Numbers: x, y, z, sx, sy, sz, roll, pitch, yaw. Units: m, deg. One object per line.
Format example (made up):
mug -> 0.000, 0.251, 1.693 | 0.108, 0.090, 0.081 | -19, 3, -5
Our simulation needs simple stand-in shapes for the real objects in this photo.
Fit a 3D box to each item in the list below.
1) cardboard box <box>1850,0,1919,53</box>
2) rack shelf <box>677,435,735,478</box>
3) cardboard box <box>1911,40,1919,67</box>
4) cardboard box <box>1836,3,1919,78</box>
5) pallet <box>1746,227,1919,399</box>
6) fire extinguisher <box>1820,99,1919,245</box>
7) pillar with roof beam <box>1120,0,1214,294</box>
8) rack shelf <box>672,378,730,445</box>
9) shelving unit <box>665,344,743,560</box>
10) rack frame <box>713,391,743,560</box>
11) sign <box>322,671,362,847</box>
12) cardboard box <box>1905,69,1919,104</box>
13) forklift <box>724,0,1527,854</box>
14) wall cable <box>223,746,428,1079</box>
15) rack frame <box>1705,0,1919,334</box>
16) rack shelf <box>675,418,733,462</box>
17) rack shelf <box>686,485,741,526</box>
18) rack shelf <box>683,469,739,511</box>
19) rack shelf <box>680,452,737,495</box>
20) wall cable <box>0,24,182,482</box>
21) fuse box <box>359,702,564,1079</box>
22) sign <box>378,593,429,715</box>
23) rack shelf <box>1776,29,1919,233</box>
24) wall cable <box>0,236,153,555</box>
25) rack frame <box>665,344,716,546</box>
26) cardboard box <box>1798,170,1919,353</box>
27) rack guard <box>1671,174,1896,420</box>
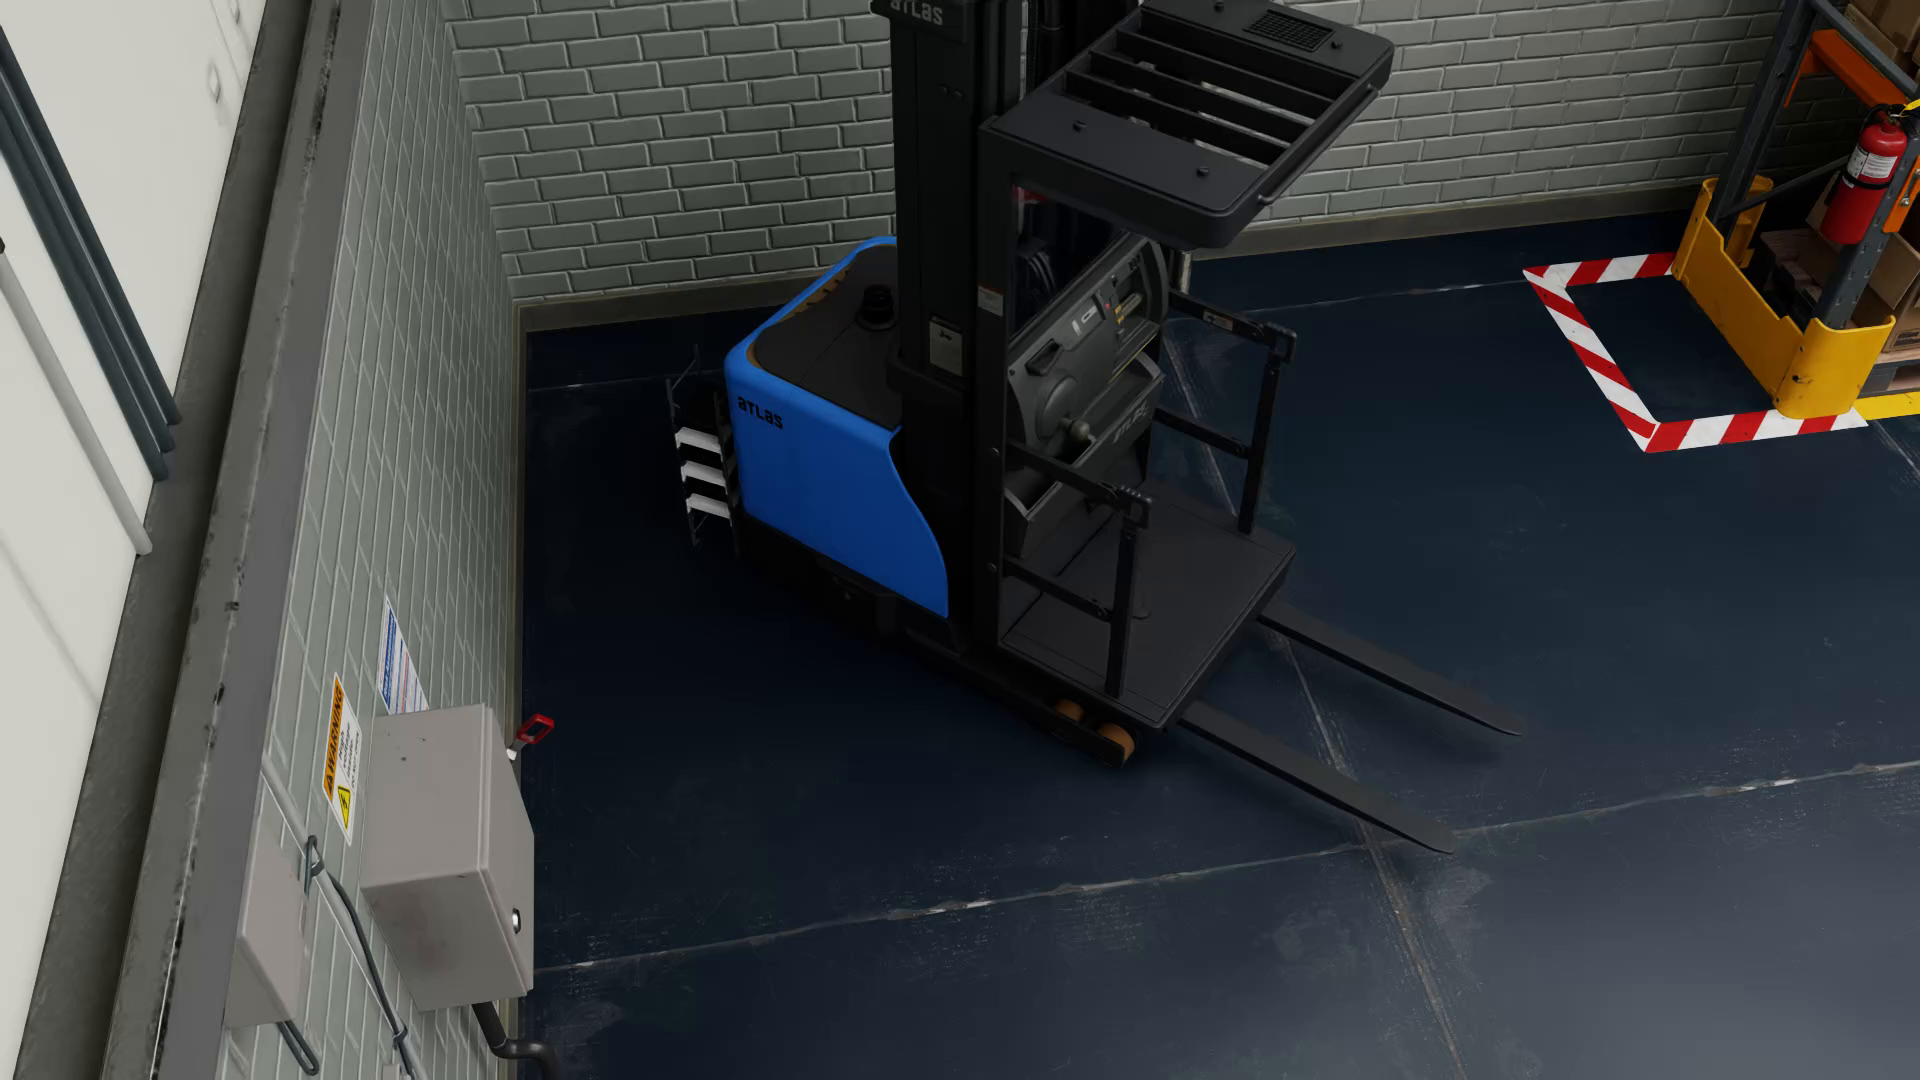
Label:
cardboard box -> 4.107, -2.296, 6.970 | 0.500, 0.250, 0.500 | -6, 46, -6
rack shelf -> -0.969, -0.378, 6.603 | 0.200, 0.077, 0.258 | 17, 48, 15
cardboard box -> 4.192, -1.916, 6.604 | 0.500, 0.250, 0.500 | -7, 46, -7
cardboard box -> 3.980, -2.144, 7.101 | 0.250, 0.149, 0.380 | -8, 47, -7
pallet -> 4.559, -1.141, 7.896 | 1.213, 0.211, 1.003 | -7, 46, -7
fire extinguisher -> 3.633, -1.498, 6.616 | 0.183, 0.674, 0.296 | -7, 46, -7
pillar with roof beam -> 1.622, -1.336, 1.981 | 0.400, 9.000, 9.100 | -7, 46, -7
rack shelf -> -0.969, -0.502, 6.473 | 0.200, 0.077, 0.258 | 17, 48, 15
shelving unit -> -0.969, -0.338, 6.644 | 0.210, 0.900, 0.258 | 17, 48, 15
rack frame -> -0.875, -0.310, 6.617 | 0.006, 0.900, 0.240 | 17, 48, 15
sign -> -1.412, 0.500, 3.805 | 0.001, 0.242, 0.339 | -7, 46, -7
cardboard box -> 4.070, -1.759, 6.729 | 0.250, 0.149, 0.380 | -7, 47, -7
forklift -> 0.611, -0.622, 5.507 | 3.031, 2.935, 1.130 | 27, 52, 23
wall cable -> -1.257, 0.873, 3.314 | 0.122, 1.984, 0.588 | -7, 46, -7
rack frame -> 3.699, -2.000, 6.788 | 0.127, 3.000, 1.000 | -7, 46, -7
rack shelf -> -0.969, -0.440, 6.538 | 0.200, 0.077, 0.258 | 17, 48, 15
rack shelf -> -0.969, -0.190, 6.798 | 0.200, 0.077, 0.258 | 17, 48, 15
rack shelf -> -0.969, -0.253, 6.733 | 0.200, 0.077, 0.258 | 17, 48, 15
rack shelf -> -0.969, -0.315, 6.668 | 0.200, 0.077, 0.258 | 17, 48, 15
wall cable -> -1.571, -2.190, 2.779 | 0.133, 3.039, 2.988 | -7, 46, -7
fuse box -> -1.218, 1.169, 4.629 | 0.414, 1.711, 0.539 | -7, 46, -7
sign -> -1.506, 0.430, 4.512 | 0.001, 0.494, 0.329 | -7, 46, -7
rack shelf -> 5.670, -1.996, 7.283 | 4.000, 0.370, 1.077 | -7, 46, -7
wall cable -> -1.134, -0.196, 0.883 | 0.029, 3.000, 2.355 | -7, 46, -7
rack frame -> -1.063, -0.366, 6.671 | 0.006, 0.900, 0.240 | 17, 48, 15
cardboard box -> 4.318, -1.288, 7.543 | 0.637, 0.503, 0.797 | -9, 47, -8
rack guard -> 3.774, -1.143, 7.697 | 0.348, 0.500, 1.175 | -7, 46, -7
